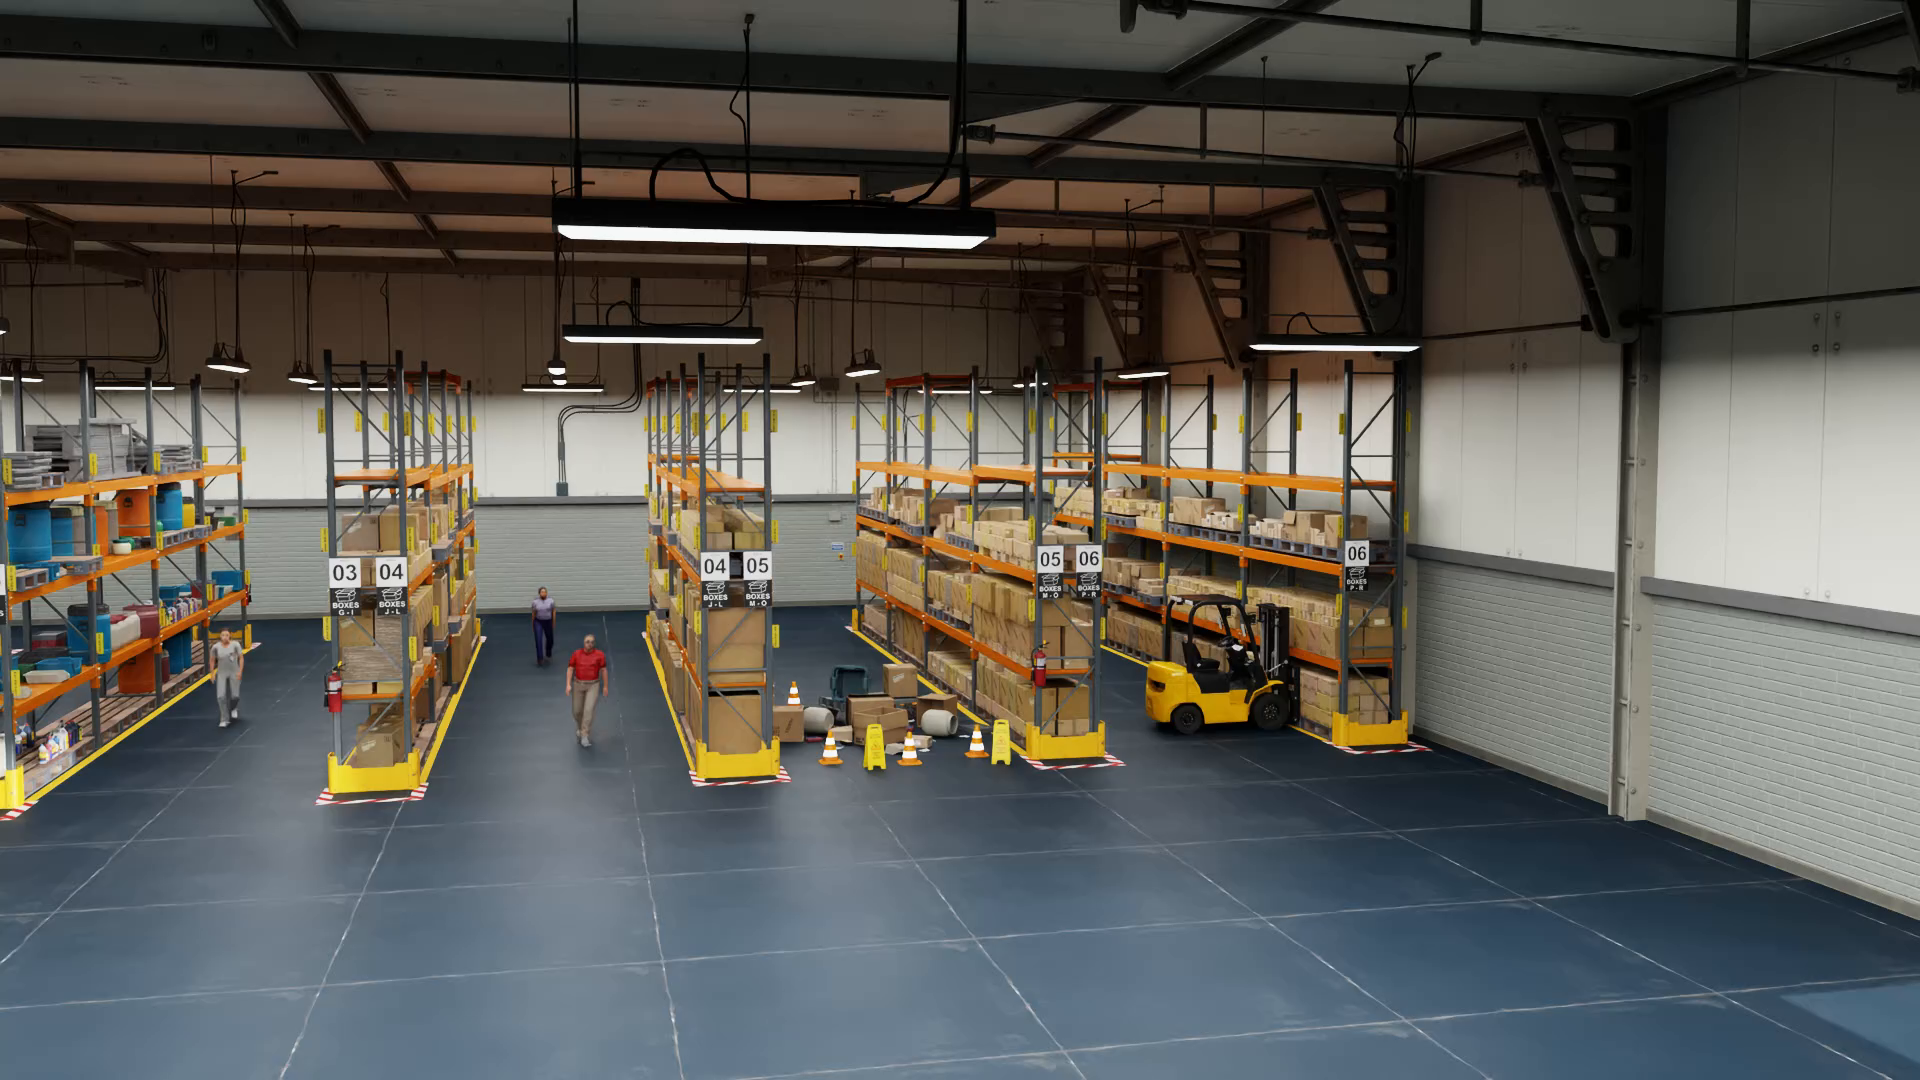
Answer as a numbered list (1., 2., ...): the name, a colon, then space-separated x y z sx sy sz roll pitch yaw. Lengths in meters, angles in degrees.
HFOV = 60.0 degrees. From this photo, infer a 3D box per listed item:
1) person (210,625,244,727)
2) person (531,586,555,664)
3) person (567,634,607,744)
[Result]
1. person: -12.215 2.249 27.705 0.535 1.681 0.535 -3 5 -34
2. person: -8.700 1.760 34.691 0.470 1.636 0.486 -1 4 -15
3. person: -5.896 2.334 26.267 0.638 1.690 0.696 -1 4 -18
